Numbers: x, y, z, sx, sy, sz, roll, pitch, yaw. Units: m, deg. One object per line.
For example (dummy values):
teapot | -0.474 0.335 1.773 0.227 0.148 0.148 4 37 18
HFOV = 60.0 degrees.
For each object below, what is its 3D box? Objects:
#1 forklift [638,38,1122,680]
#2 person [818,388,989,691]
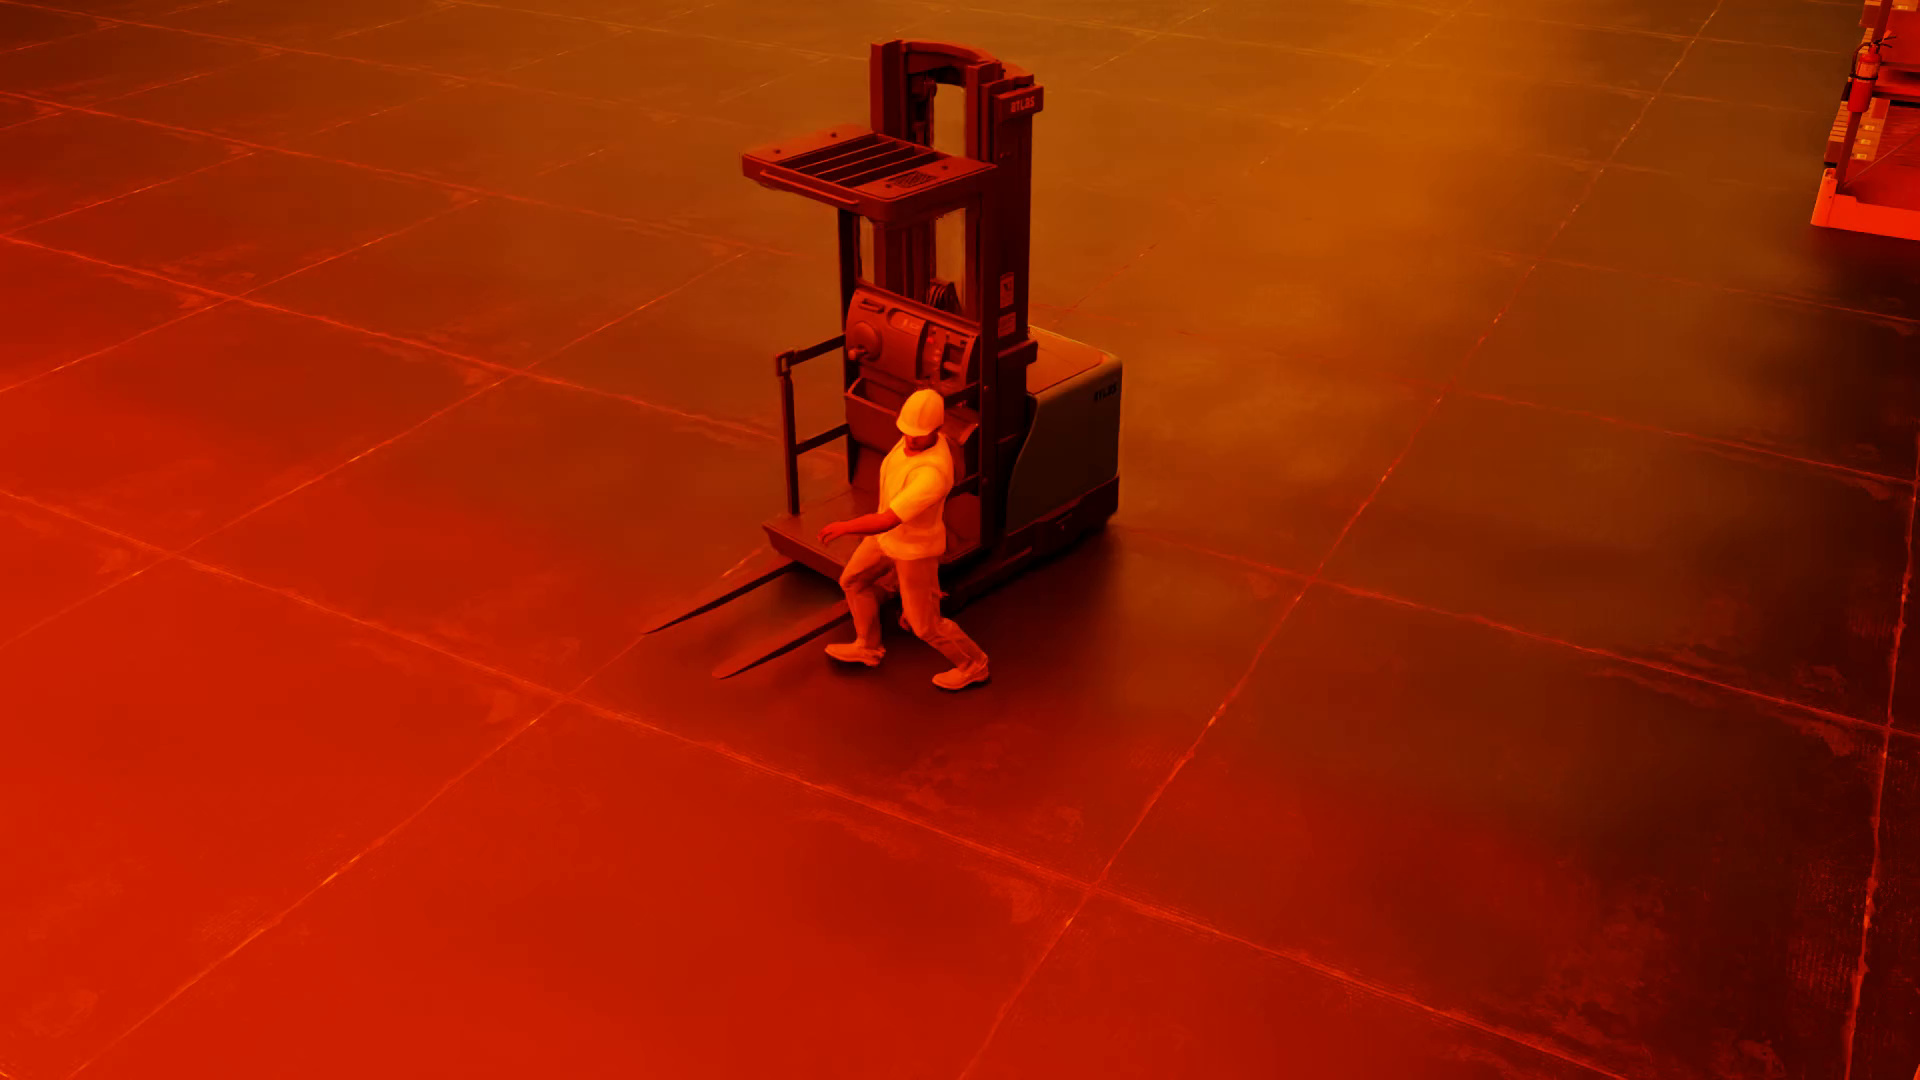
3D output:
forklift | -0.414 -1.041 8.874 1.130 2.935 3.031 25 38 37
person | -0.318 -0.028 8.391 0.838 1.687 0.756 -11 32 -18
